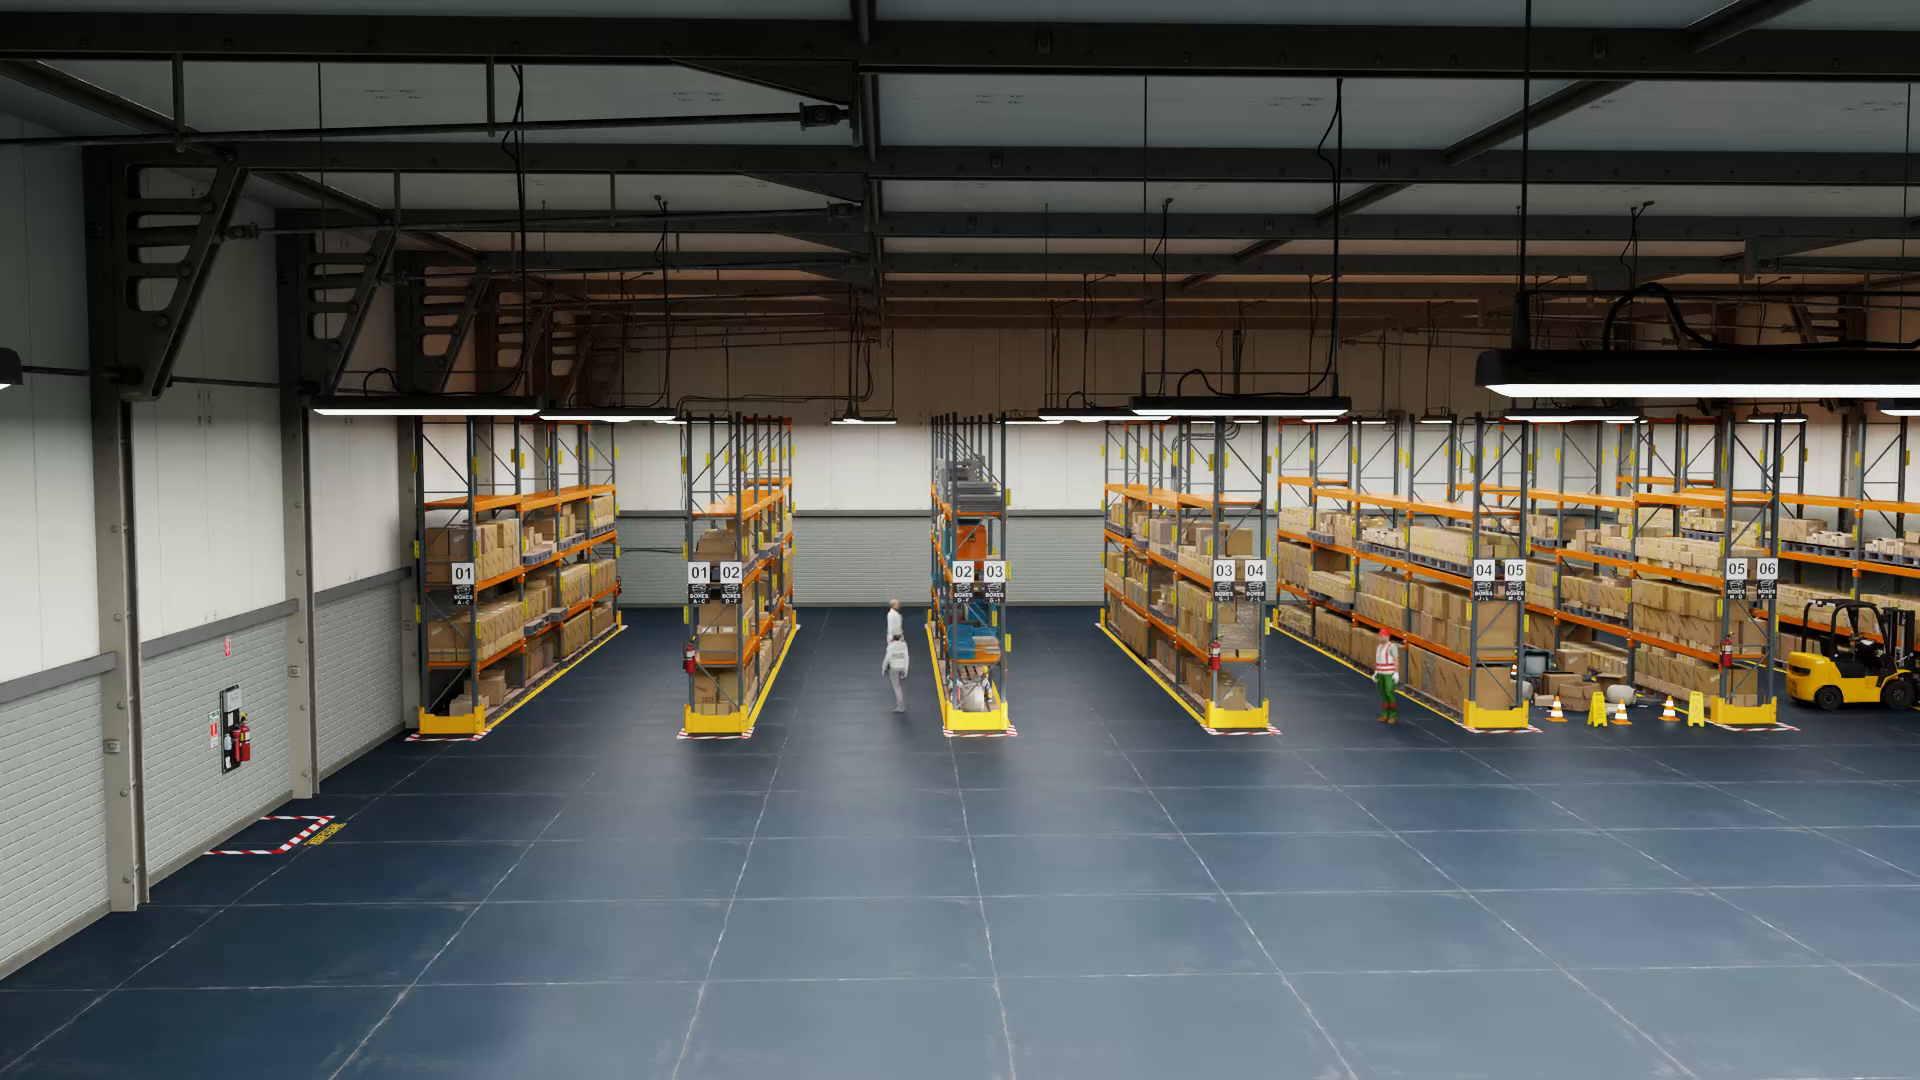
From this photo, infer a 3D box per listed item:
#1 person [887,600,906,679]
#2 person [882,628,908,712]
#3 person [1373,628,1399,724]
[{"bbox_3d":[-1.465,2.268,37.884,0.445,1.818,0.643,1,4,13],"label":"person"},{"bbox_3d":[-1.293,2.631,33.355,0.497,1.743,0.518,-4,5,-44],"label":"person"},{"bbox_3d":[8.269,2.637,32.306,0.375,1.828,0.620,-2,4,-25],"label":"person"}]
